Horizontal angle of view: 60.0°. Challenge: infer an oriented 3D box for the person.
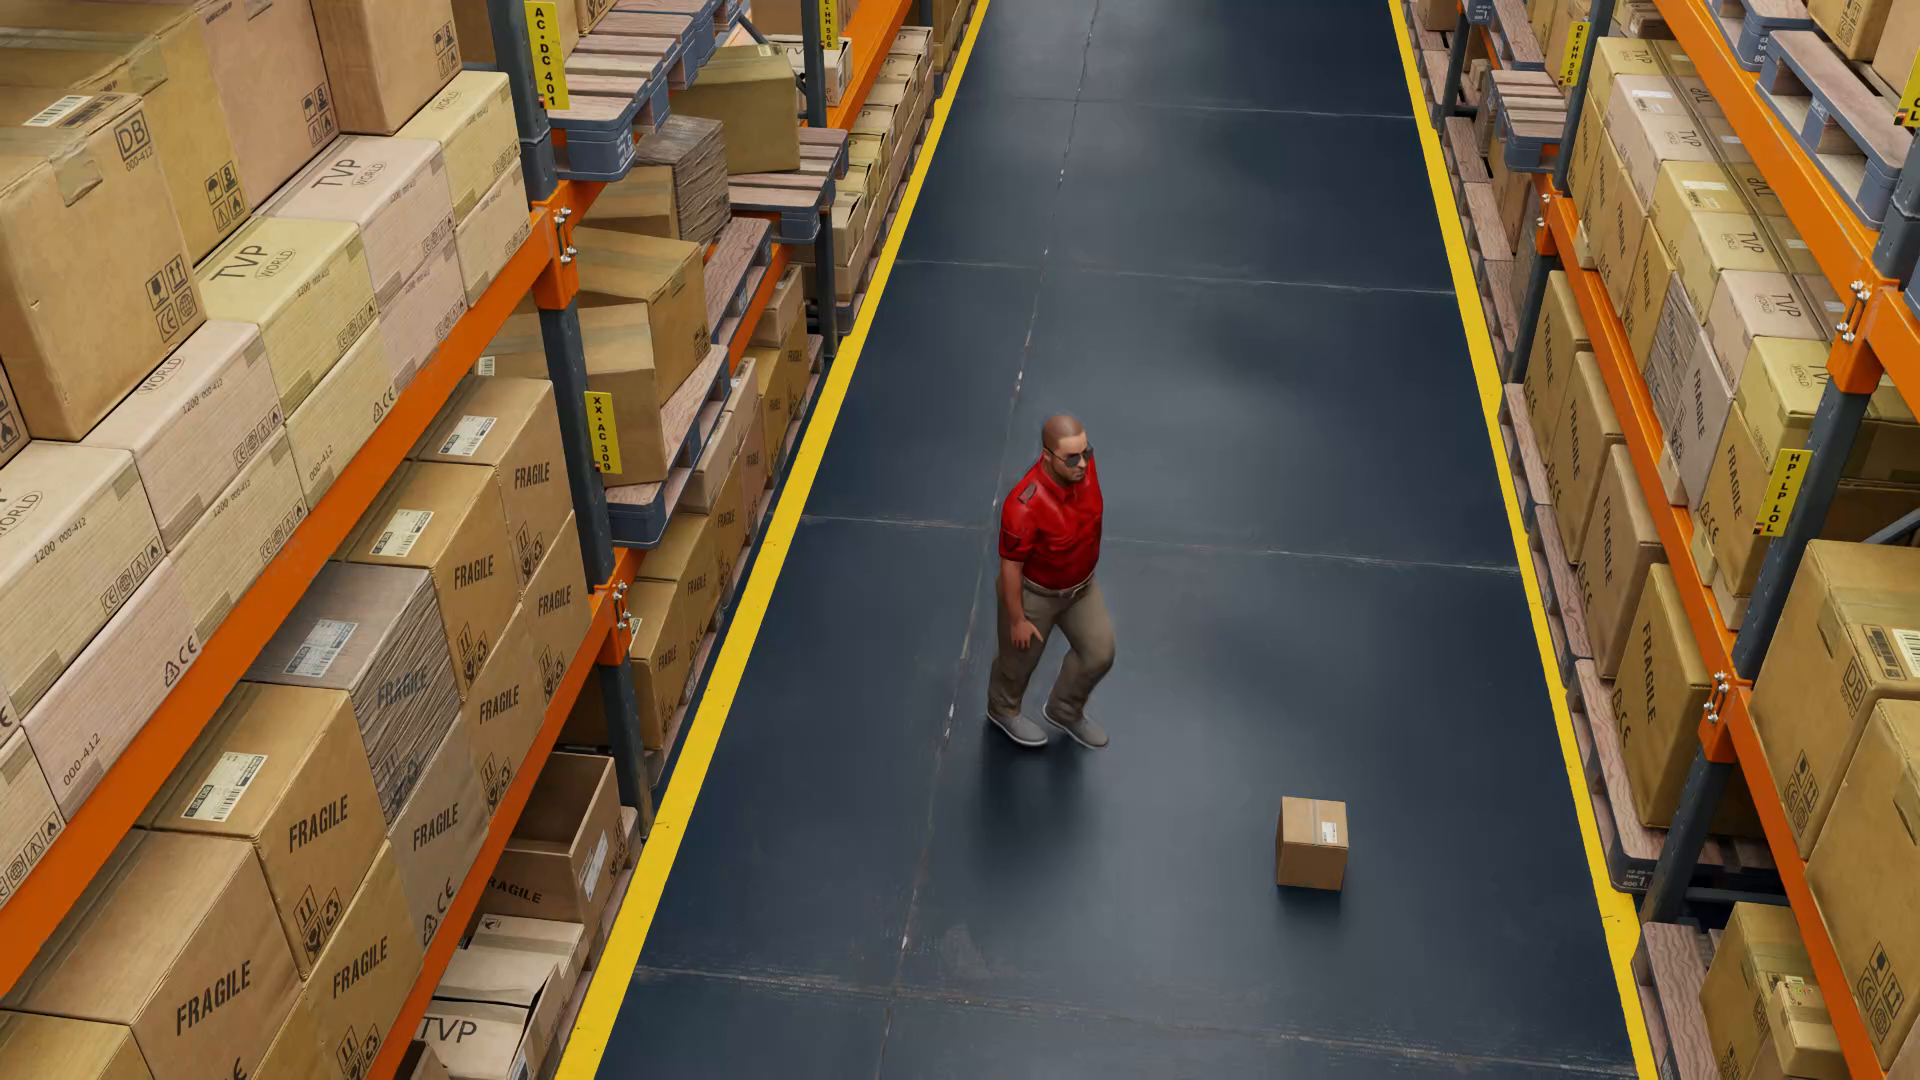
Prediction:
[{"bbox_3d":[0.332,0.204,6.787,0.570,1.753,0.537,-30,45,-35],"label":"person"}]
